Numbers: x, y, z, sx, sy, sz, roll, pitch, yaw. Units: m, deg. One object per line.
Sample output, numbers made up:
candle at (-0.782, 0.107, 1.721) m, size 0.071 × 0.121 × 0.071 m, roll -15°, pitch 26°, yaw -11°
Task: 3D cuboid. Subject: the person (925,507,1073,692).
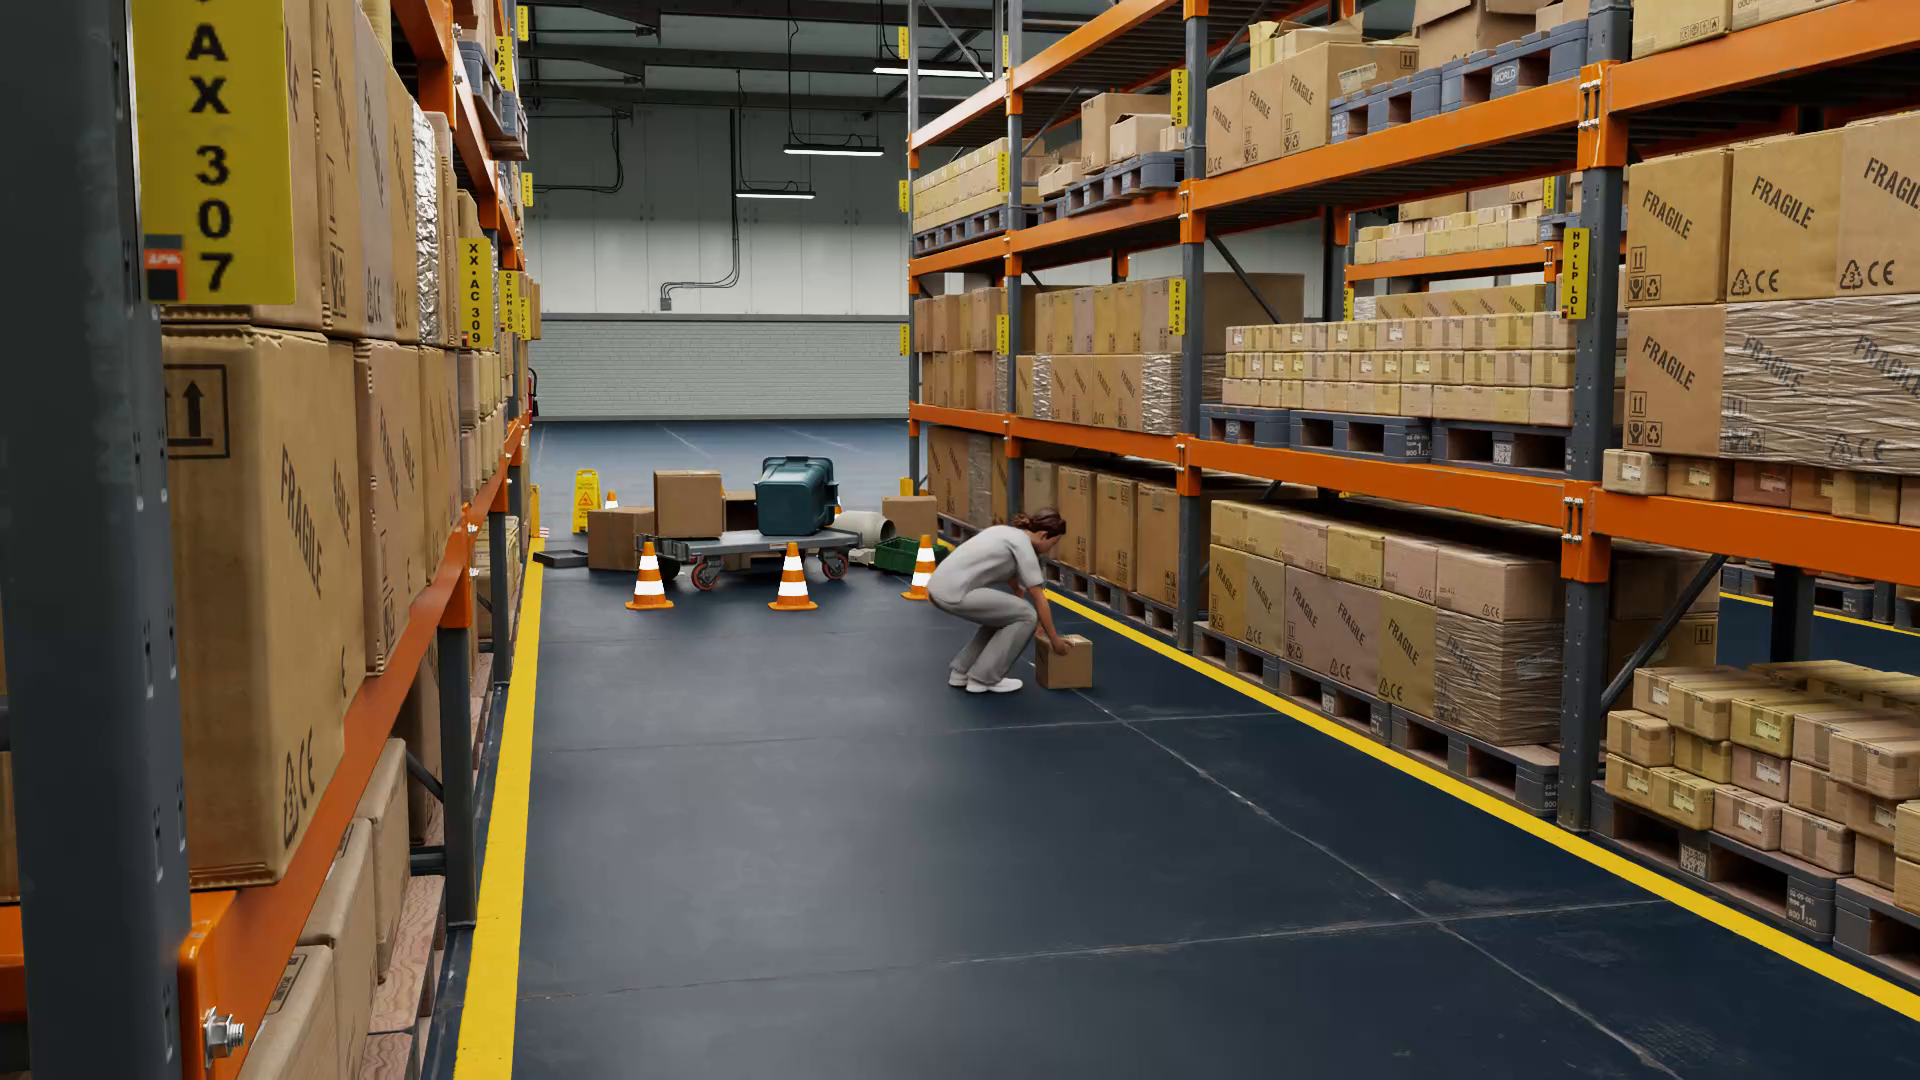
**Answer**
person at (0.201, 0.315, 9.003) m, size 0.787 × 0.974 × 0.481 m, roll -2°, pitch 6°, yaw -14°
